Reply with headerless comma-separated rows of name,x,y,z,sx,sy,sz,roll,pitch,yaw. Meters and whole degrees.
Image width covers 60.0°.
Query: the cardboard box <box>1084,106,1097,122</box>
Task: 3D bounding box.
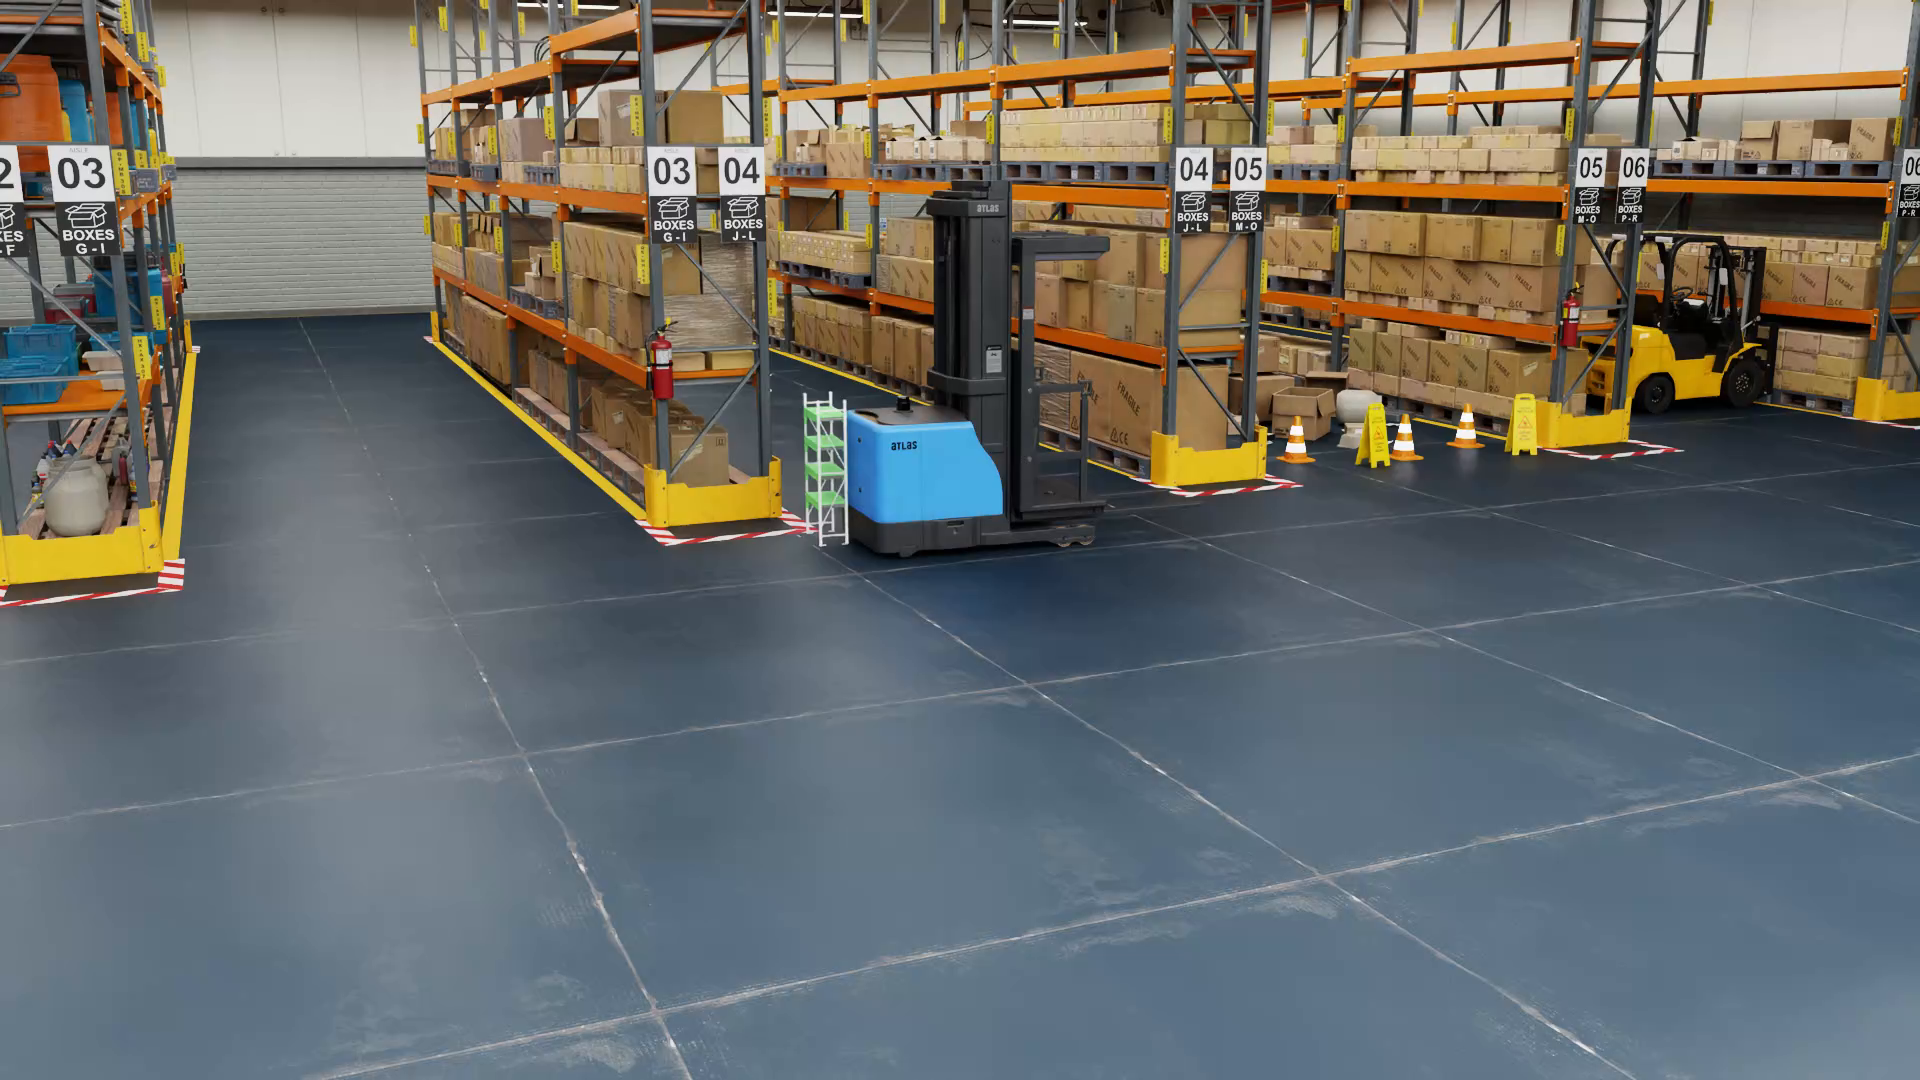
cardboard box,1.493,-4.347,16.984,0.380,0.149,0.250,-6,14,-24

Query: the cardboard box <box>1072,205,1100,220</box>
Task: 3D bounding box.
cardboard box,2.048,-5.431,28.244,0.500,0.500,0.500,-5,14,-22

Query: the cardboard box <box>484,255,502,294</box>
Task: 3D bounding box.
cardboard box,-6.172,-3.629,22.677,0.500,0.500,0.500,-6,14,-25

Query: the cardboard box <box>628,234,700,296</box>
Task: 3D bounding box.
cardboard box,-2.584,-2.410,14.531,0.500,0.500,0.500,-6,14,-23

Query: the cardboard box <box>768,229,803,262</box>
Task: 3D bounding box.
cardboard box,-2.812,-4.812,27.128,0.500,0.500,0.500,-6,14,-23

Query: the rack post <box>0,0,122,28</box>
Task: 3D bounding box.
rack post,-6.862,-4.037,12.465,0.937,0.300,0.954,-4,14,-17

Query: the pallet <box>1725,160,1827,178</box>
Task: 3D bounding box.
pallet,10.737,-4.801,21.506,1.003,0.211,1.213,-6,14,-23

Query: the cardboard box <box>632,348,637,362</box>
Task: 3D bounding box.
cardboard box,-2.774,-1.707,15.152,0.380,0.149,0.250,-6,14,-23

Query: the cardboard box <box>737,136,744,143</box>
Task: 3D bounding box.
cardboard box,-3.598,-6.835,28.437,0.380,0.149,0.250,-5,14,-21

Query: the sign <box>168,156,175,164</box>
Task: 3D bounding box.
sign,-12.588,-5.959,26.546,0.100,0.325,0.005,-6,14,-23

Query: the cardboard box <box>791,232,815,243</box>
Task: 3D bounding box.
cardboard box,-2.406,-4.683,25.758,0.380,0.149,0.250,-5,14,-22

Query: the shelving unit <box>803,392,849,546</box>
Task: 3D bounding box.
shelving unit,-1.111,-0.594,13.774,0.258,1.200,0.503,-4,14,-17

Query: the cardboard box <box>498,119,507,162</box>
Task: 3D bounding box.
cardboard box,-5.390,-4.924,20.509,0.500,0.500,0.500,-5,14,-22

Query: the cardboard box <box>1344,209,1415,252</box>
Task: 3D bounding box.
cardboard box,5.318,-3.930,21.097,0.700,0.500,0.500,-6,14,-24

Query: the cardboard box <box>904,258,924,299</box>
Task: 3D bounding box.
cardboard box,-0.417,-3.440,21.860,0.500,0.500,0.500,-6,14,-23

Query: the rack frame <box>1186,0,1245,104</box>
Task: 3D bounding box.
rack frame,3.738,-7.108,24.626,1.000,3.000,0.127,-6,14,-23

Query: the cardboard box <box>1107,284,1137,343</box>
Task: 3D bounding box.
cardboard box,2.017,-2.322,16.918,0.875,0.550,0.550,-6,14,-23

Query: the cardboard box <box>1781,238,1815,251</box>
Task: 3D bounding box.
cardboard box,10.658,-3.748,21.093,0.380,0.149,0.250,-5,14,-22

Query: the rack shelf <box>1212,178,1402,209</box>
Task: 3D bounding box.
rack shelf,4.539,-4.883,23.260,1.077,0.370,4.000,-6,14,-23

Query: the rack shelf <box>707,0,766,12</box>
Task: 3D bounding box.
rack shelf,-3.161,-9.149,27.667,1.077,0.370,4.000,-6,14,-23

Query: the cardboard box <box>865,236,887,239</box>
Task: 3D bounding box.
cardboard box,-1.185,-4.420,24.620,0.380,0.149,0.250,-5,14,-20

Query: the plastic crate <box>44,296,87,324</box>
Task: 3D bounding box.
plastic crate,-8.752,-2.120,16.237,0.402,0.464,0.583,-6,14,-23

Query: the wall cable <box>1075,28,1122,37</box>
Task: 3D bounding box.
wall cable,3.992,-13.202,38.619,2.988,3.039,0.133,-6,14,-23

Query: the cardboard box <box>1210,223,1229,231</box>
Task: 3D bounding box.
cardboard box,3.921,-4.363,24.256,0.500,0.500,0.500,-5,14,-20

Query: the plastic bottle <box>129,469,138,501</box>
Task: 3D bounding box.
plastic bottle,-7.117,-0.478,14.359,0.097,0.271,0.097,0,13,0

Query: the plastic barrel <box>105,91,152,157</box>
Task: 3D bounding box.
plastic barrel,-10.659,-5.241,21.167,0.600,0.901,0.708,-6,14,-23

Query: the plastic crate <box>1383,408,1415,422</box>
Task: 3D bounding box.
plastic crate,5.218,-1.538,20.340,0.402,0.080,0.583,-12,18,-42

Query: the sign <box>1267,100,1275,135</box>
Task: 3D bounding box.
sign,2.958,-4.040,15.905,0.100,0.325,0.005,-6,14,-23

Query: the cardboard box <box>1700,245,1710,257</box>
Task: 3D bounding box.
cardboard box,10.143,-3.867,22.265,0.380,0.149,0.250,-6,14,-24

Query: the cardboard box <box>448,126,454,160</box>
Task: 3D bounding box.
cardboard box,-7.524,-6.148,25.755,0.700,0.500,0.500,-5,14,-20

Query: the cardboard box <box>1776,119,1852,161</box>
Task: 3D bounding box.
cardboard box,10.770,-5.035,20.947,0.700,0.500,0.500,-6,14,-23

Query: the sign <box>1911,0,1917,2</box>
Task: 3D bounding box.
sign,10.986,-6.352,19.112,0.100,0.325,0.005,-6,14,-23

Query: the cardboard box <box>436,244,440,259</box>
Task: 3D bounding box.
cardboard box,-8.388,-4.785,27.565,0.500,0.250,0.500,-6,14,-24

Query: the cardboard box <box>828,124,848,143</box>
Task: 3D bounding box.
cardboard box,-1.691,-5.925,24.245,0.396,0.266,0.258,-6,14,-23

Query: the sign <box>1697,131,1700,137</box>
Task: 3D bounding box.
sign,10.395,-5.611,23.485,0.100,0.325,0.005,-6,14,-23

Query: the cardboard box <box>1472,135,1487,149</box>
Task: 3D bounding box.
cardboard box,6.123,-4.576,19.126,0.380,0.149,0.250,-6,14,-25

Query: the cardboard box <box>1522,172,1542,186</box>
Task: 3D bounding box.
cardboard box,6.414,-3.969,18.270,0.380,0.149,0.250,-6,14,-23

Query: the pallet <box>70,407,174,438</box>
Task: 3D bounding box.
pallet,-9.606,-1.321,19.110,1.003,0.211,1.213,-6,14,-23

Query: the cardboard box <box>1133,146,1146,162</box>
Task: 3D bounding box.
cardboard box,1.904,-3.747,16.161,0.380,0.149,0.250,-5,14,-22

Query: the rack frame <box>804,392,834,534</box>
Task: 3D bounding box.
rack frame,-1.186,-0.646,14.000,0.240,1.200,0.015,-4,14,-17

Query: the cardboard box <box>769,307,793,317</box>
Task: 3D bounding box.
cardboard box,-2.985,-3.800,27.706,0.380,0.149,0.250,-6,14,-23

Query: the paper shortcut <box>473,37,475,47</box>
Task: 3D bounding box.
paper shortcut,-6.352,-6.507,21.717,0.009,0.170,0.078,6,-22,-25

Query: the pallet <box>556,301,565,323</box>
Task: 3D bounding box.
pallet,-3.913,-2.542,18.625,1.003,0.211,1.213,-6,14,-23

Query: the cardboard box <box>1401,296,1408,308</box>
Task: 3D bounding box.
cardboard box,5.658,-2.937,20.463,0.380,0.149,0.250,-6,14,-23

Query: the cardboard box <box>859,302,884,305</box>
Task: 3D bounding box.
cardboard box,-1.201,-3.442,25.040,0.500,0.250,0.500,-6,14,-23

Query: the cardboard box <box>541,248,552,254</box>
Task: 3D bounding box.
cardboard box,-4.774,-3.330,20.451,0.700,0.500,0.500,-3,13,-15

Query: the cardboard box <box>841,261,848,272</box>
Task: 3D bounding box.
cardboard box,-1.474,-3.912,23.745,0.380,0.149,0.250,-6,14,-23

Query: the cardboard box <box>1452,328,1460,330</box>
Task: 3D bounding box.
cardboard box,8.522,-3.552,26.901,0.875,0.625,0.625,-5,14,-21

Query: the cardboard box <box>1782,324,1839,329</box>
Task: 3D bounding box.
cardboard box,11.076,-2.658,21.650,0.500,0.250,0.500,-6,14,-23

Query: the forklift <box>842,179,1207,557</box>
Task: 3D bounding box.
forklift,0.585,-1.478,13.755,3.031,2.935,1.130,-5,14,-20

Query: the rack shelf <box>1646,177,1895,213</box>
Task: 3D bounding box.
rack shelf,10.688,-4.506,21.630,1.077,0.370,4.000,-6,14,-23

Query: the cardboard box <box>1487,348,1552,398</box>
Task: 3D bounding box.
cardboard box,6.383,-1.905,18.953,0.500,0.500,0.500,-6,14,-23

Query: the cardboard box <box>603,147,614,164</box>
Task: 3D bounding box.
cardboard box,-3.049,-3.519,15.218,0.380,0.149,0.250,-6,15,-26

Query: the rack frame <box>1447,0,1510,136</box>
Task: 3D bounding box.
rack frame,8.284,-7.558,26.567,1.000,3.000,0.127,-6,14,-23

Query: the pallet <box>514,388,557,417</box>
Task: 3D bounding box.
pallet,-5.031,-1.770,21.051,1.003,0.211,1.213,-6,14,-23

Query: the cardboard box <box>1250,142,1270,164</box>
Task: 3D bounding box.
cardboard box,4.375,-5.385,23.602,0.797,0.503,0.637,-6,14,-23
